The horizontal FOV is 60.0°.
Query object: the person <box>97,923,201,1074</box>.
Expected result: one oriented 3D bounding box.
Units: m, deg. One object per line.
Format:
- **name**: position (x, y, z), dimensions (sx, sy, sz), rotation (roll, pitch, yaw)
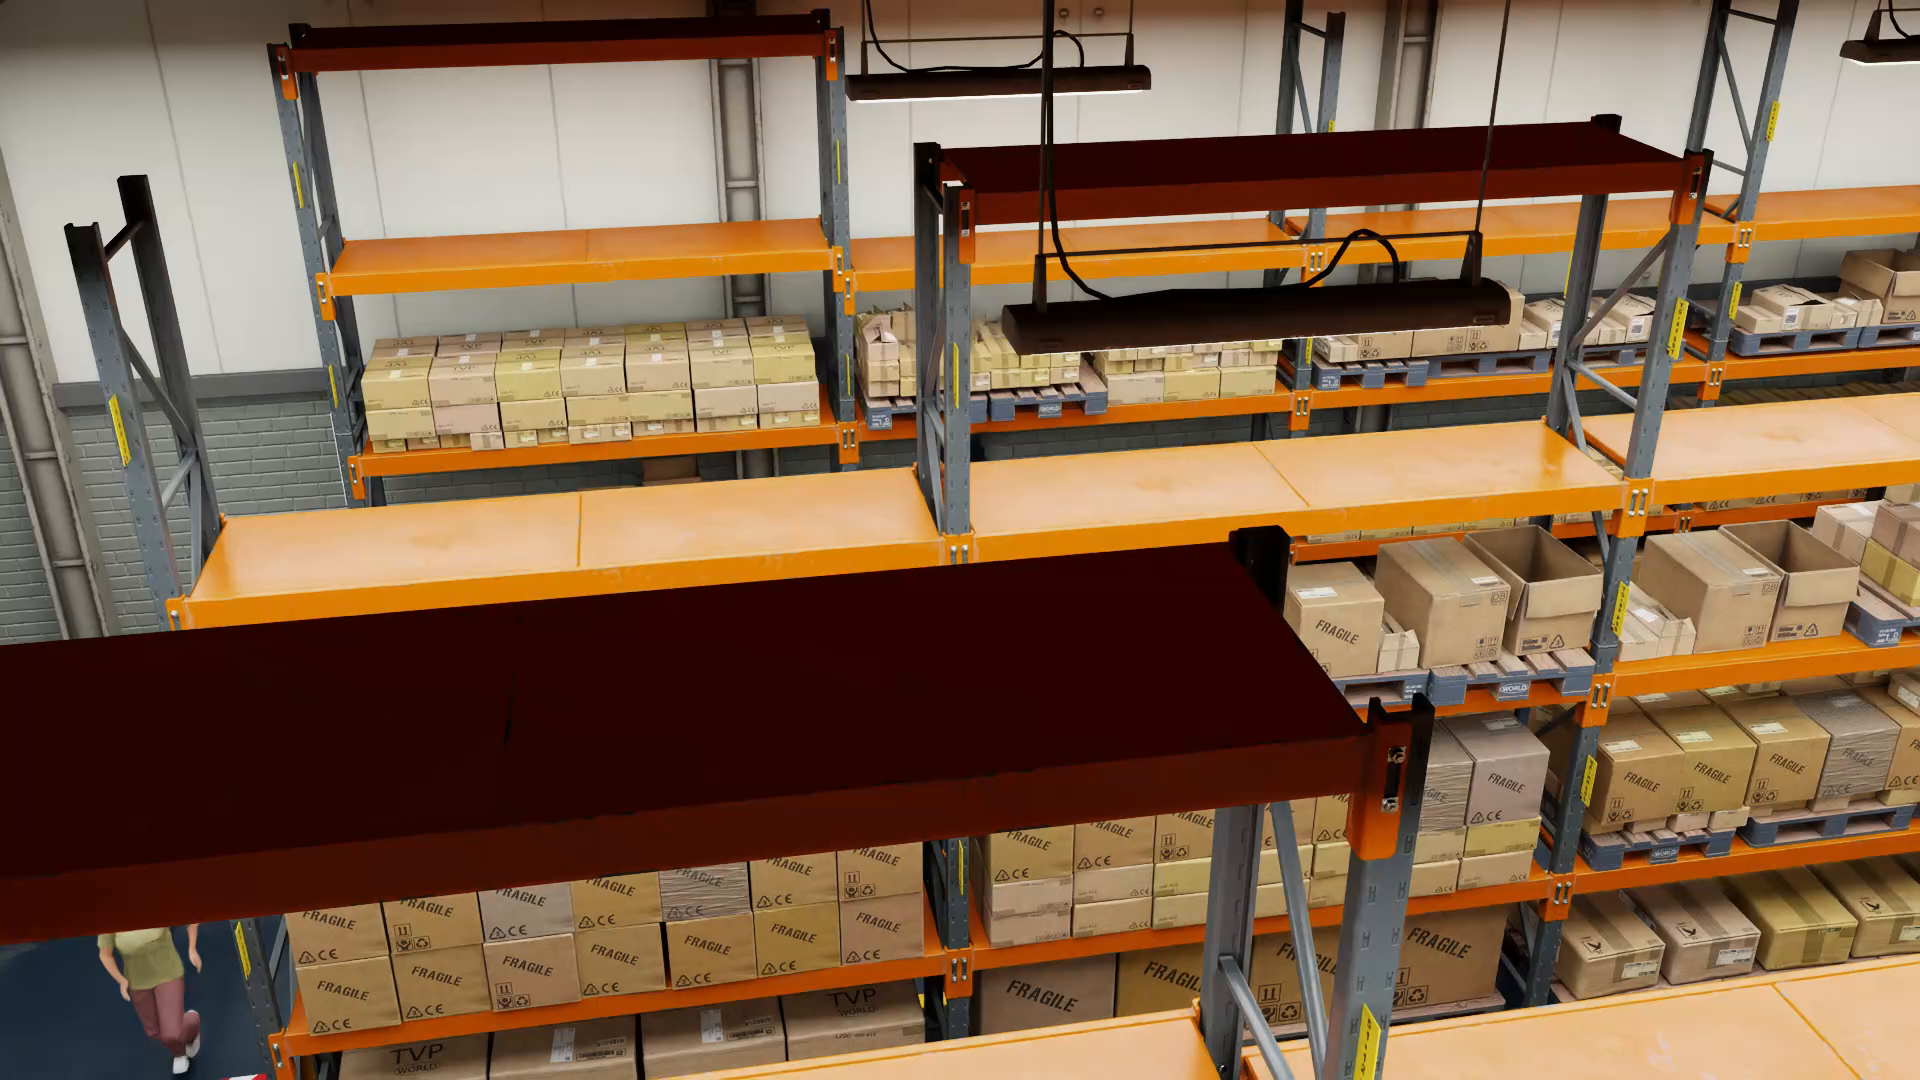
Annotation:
- **person**: position (-5.135, 2.811, 10.610), dimensions (0.560, 1.624, 0.621), rotation (-6, 26, -12)
